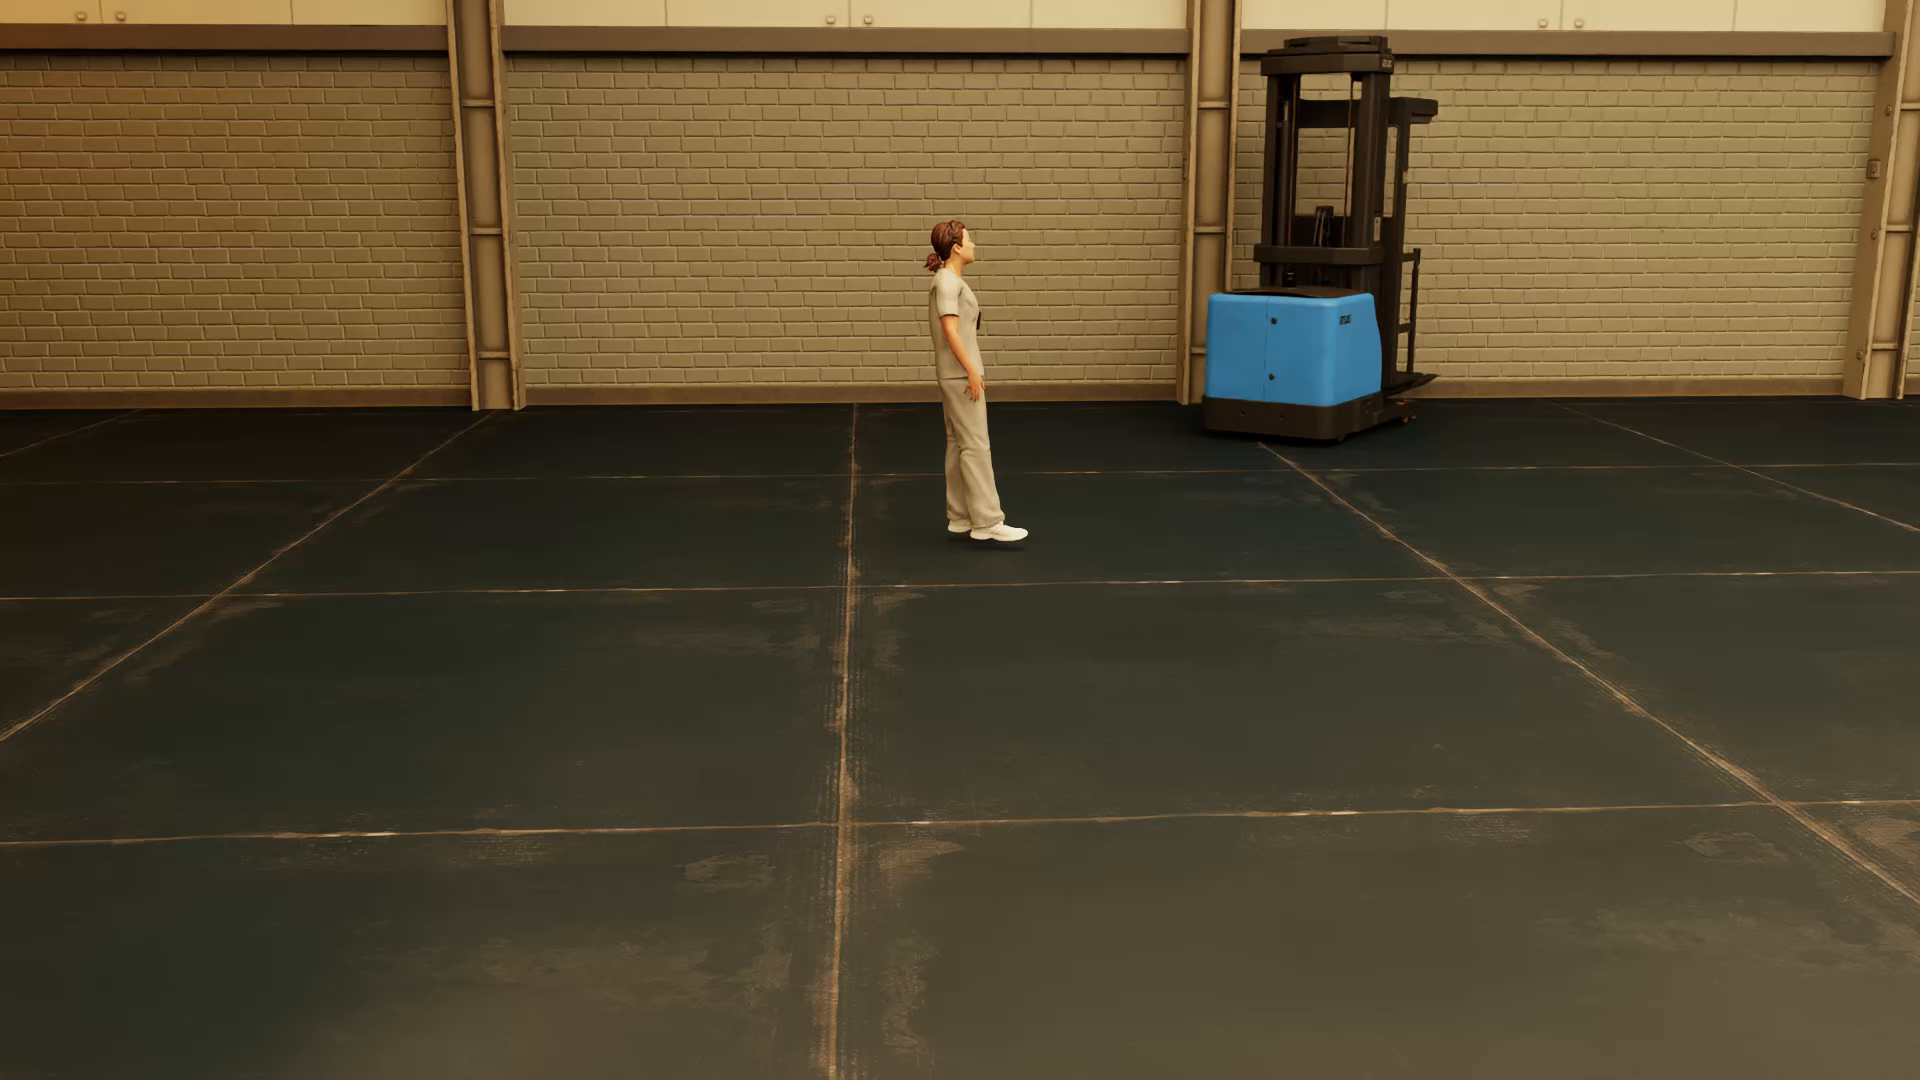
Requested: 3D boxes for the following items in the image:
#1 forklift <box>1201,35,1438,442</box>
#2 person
[{"bbox_3d":[3.052,-2.416,13.162,1.130,2.935,3.031,8,15,33],"label":"forklift"},{"bbox_3d":[0.075,-0.862,8.899,0.547,1.673,0.549,-1,13,-3],"label":"person"}]
